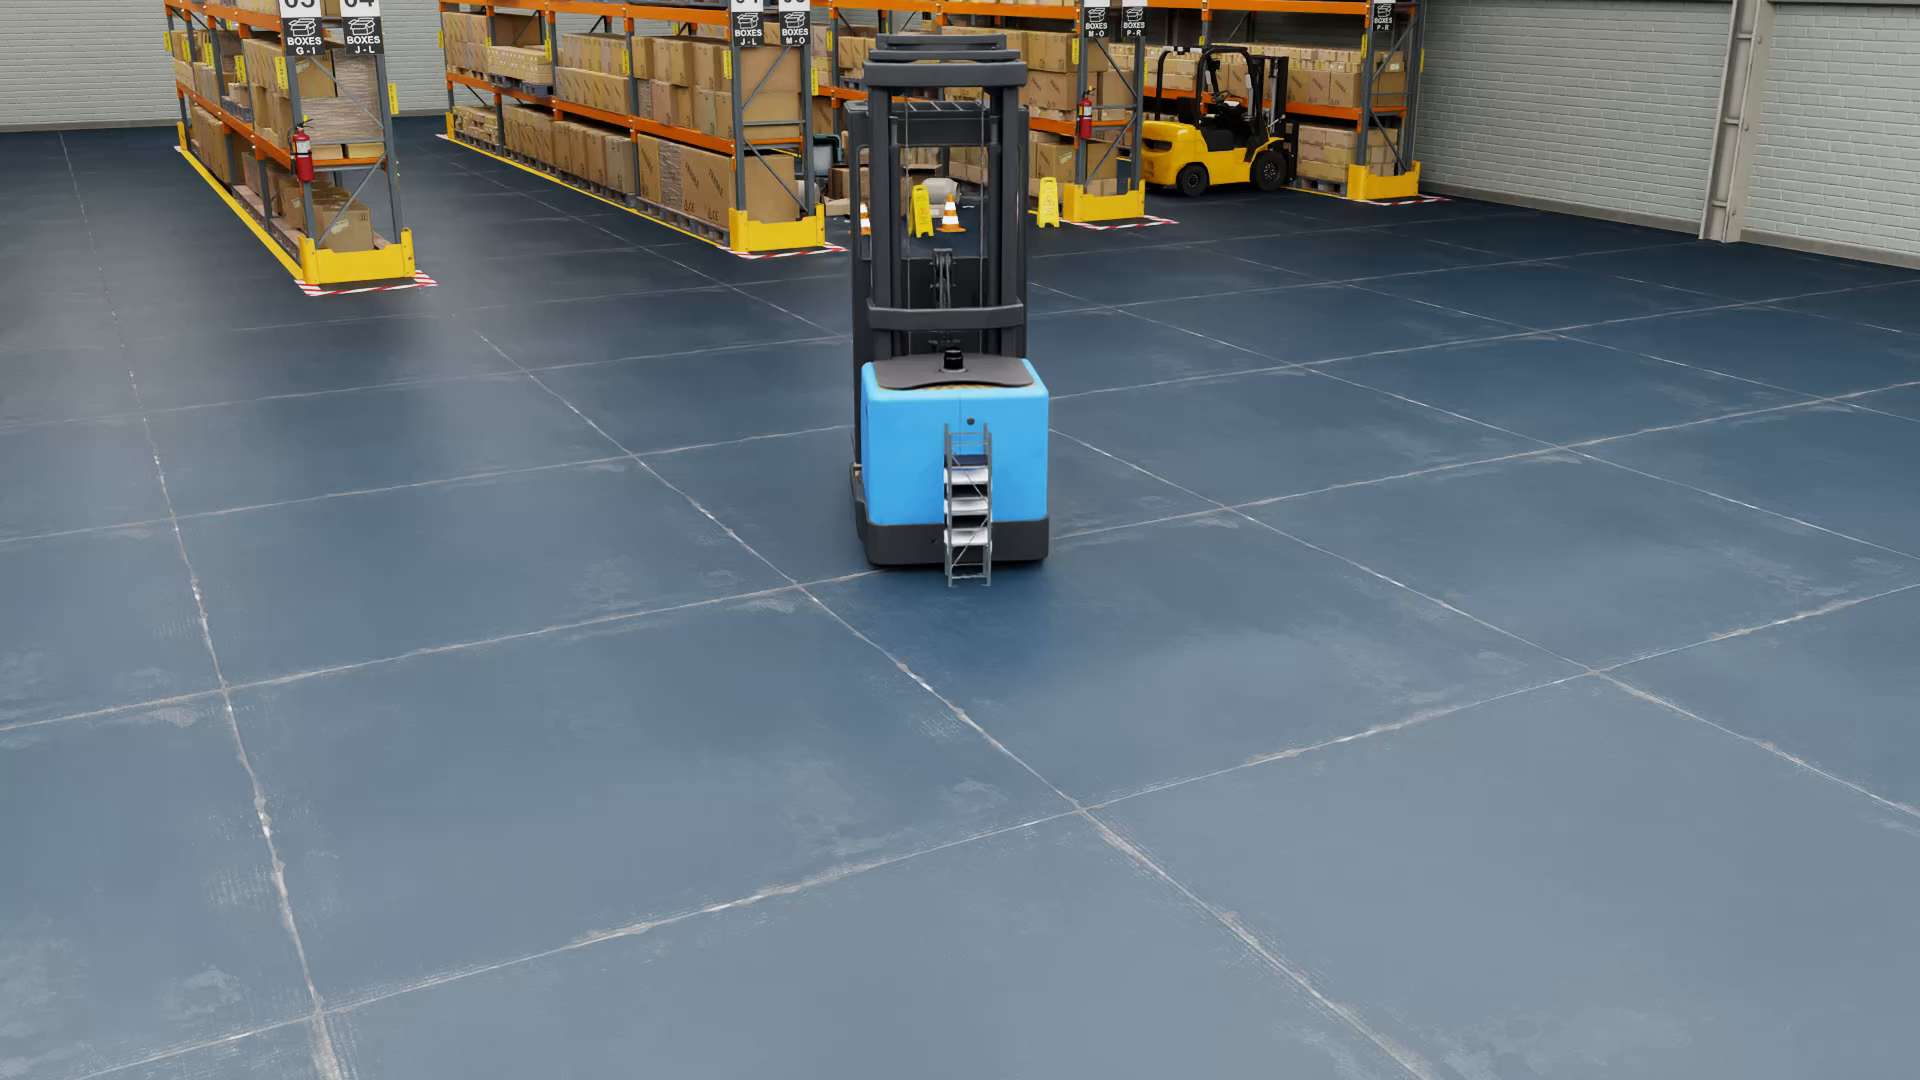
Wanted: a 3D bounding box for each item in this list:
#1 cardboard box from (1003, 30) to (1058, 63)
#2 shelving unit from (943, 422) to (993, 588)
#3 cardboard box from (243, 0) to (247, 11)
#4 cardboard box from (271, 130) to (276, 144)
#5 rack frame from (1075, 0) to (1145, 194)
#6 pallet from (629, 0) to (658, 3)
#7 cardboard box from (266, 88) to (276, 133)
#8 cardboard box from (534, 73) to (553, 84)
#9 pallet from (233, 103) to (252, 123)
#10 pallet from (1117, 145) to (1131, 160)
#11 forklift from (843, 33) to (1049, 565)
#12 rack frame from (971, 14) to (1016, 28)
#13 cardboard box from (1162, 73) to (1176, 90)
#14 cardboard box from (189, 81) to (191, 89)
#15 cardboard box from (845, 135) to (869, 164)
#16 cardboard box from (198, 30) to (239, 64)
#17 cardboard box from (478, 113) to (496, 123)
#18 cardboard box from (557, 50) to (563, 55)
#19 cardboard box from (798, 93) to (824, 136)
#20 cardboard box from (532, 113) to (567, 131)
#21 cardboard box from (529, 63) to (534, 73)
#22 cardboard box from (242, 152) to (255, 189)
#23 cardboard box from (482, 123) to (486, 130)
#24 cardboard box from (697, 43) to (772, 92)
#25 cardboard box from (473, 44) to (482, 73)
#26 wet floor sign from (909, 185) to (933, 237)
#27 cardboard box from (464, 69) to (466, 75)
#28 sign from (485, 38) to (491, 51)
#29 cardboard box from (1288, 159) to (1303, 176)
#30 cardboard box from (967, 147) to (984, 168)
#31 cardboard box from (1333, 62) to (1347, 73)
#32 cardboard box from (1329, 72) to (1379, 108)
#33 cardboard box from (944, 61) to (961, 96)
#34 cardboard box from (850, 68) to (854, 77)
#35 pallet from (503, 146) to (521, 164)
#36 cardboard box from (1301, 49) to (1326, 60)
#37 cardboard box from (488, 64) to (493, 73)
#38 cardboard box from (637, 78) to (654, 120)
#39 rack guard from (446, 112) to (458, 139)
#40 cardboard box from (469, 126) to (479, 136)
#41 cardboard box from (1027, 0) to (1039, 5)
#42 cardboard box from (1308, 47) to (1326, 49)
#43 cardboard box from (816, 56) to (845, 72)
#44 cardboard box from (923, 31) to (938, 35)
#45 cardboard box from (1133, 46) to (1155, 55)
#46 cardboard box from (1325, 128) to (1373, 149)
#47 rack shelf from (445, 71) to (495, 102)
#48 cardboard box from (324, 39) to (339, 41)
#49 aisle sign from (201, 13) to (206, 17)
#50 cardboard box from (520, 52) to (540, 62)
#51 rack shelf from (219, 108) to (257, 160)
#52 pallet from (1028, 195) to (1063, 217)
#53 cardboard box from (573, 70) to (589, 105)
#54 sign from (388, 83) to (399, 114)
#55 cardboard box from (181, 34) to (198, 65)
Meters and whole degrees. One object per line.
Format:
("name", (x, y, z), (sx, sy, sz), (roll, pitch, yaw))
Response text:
("cardboard box", (1.030, -6.920, 23.444), (0.700, 0.500, 0.500), (-10, 22, -27))
("shelving unit", (0.044, -0.193, 9.312), (0.258, 0.900, 0.210), (-2, 19, -6))
("cardboard box", (-8.345, -6.510, 20.030), (0.500, 0.250, 0.500), (-10, 22, -27))
("cardboard box", (-8.028, -4.827, 19.907), (0.380, 0.149, 0.250), (-10, 21, -27))
("rack frame", (2.031, -5.869, 22.542), (1.000, 3.000, 0.127), (-10, 21, -27))
("pallet", (-3.797, -7.361, 22.404), (1.003, 0.211, 1.213), (-10, 21, -27))
("cardboard box", (-7.697, -5.105, 19.718), (0.875, 0.500, 0.500), (-10, 21, -27))
("cardboard box", (-6.715, -7.520, 27.068), (0.380, 0.149, 0.250), (-10, 21, -26))
("pallet", (-9.513, -5.978, 23.152), (1.003, 0.211, 1.213), (-10, 21, -27))
("pallet", (3.531, -7.026, 30.168), (1.003, 0.211, 1.213), (-10, 21, -27))
("forklift", (-0.153, -1.680, 10.506), (1.130, 2.935, 3.031), (-2, 19, -6))
("rack frame", (0.700, -10.084, 34.757), (1.000, 3.000, 0.127), (-10, 21, -27))
("cardboard box", (3.785, -7.964, 28.843), (0.500, 0.250, 0.500), (-10, 21, -27))
("cardboard box", (-13.066, -7.845, 28.652), (0.380, 0.149, 0.250), (-10, 22, -28))
("cardboard box", (-1.420, -5.910, 25.330), (0.500, 0.500, 0.500), (-10, 21, -27))
("cardboard box", (-12.078, -8.119, 27.369), (0.797, 0.503, 0.637), (-11, 22, -28))
("cardboard box", (-8.918, -8.000, 31.531), (0.380, 0.149, 0.250), (-11, 22, -29))
("cardboard box", (-6.623, -8.195, 28.112), (0.380, 0.149, 0.250), (-9, 21, -24))
("cardboard box", (-2.442, -7.828, 30.832), (0.875, 0.875, 0.875), (-10, 21, -26))
("cardboard box", (-6.881, -7.041, 27.975), (0.500, 0.250, 0.500), (-10, 21, -26))
("cardboard box", (-6.839, -7.738, 27.244), (0.380, 0.149, 0.250), (-9, 21, -25))
("cardboard box", (-10.153, -5.468, 24.537), (0.700, 0.500, 0.500), (-11, 22, -30))
("cardboard box", (-8.858, -7.858, 31.577), (0.380, 0.149, 0.250), (-9, 21, -25))
("cardboard box", (-2.761, -5.911, 20.778), (0.875, 0.550, 0.550), (-10, 21, -27))
("cardboard box", (-8.699, -8.951, 30.863), (0.500, 0.500, 0.500), (-11, 22, -28))
("wet floor sign", (-0.521, -4.259, 21.485), (0.267, 0.644, 0.232), (-14, 24, -36))
("cardboard box", (-9.420, -9.117, 32.340), (0.380, 0.149, 0.250), (-10, 22, -27))
("sign", (-8.449, -8.841, 29.828), (0.100, 0.325, 0.005), (-10, 21, -27))
("cardboard box", (5.439, -5.913, 26.241), (0.500, 0.250, 0.500), (-10, 21, -26))
("cardboard box", (0.439, -5.908, 25.076), (0.500, 0.500, 0.500), (-9, 21, -24))
("cardboard box", (5.839, -7.118, 25.013), (0.380, 0.149, 0.250), (-10, 21, -26))
("cardboard box", (5.933, -6.787, 25.049), (0.500, 0.500, 0.500), (-11, 22, -28))
("cardboard box", (0.096, -7.036, 25.314), (0.500, 0.500, 0.500), (-10, 21, -27))
("cardboard box", (-1.672, -8.037, 28.566), (0.380, 0.149, 0.250), (-11, 22, -30))
("pallet", (-7.604, -6.977, 30.027), (1.003, 0.211, 1.213), (-10, 21, -27))
("cardboard box", (5.476, -7.481, 25.610), (0.380, 0.149, 0.250), (-9, 21, -25))
("cardboard box", (-8.193, -8.414, 29.658), (0.380, 0.149, 0.250), (-11, 22, -29))
("cardboard box", (-3.991, -6.189, 23.238), (0.875, 0.550, 0.550), (-10, 21, -27))
("rack guard", (-9.839, -8.463, 33.892), (1.175, 0.500, 0.348), (-10, 21, -27))
("cardboard box", (-9.316, -7.951, 32.302), (0.380, 0.149, 0.250), (-11, 22, -29))
("cardboard box", (1.151, -7.523, 23.121), (0.380, 0.149, 0.250), (-10, 21, -27))
("cardboard box", (5.717, -7.712, 26.278), (0.380, 0.149, 0.250), (-10, 21, -26))
("cardboard box", (-2.221, -8.431, 29.430), (0.500, 0.250, 0.500), (-10, 21, -27))
("cardboard box", (-0.387, -8.196, 27.038), (0.380, 0.149, 0.250), (-9, 21, -24))
("cardboard box", (3.322, -8.724, 29.667), (0.380, 0.149, 0.250), (-10, 21, -27))
("cardboard box", (5.905, -6.095, 25.234), (0.500, 0.250, 0.500), (-9, 21, -25))
("rack shelf", (-8.925, -8.752, 32.001), (1.077, 0.370, 4.000), (-10, 21, -27))
("cardboard box", (-7.895, -5.913, 20.527), (0.500, 0.500, 0.500), (-10, 21, -27))
("aisle sign", (-14.058, -10.223, 31.175), (0.394, 0.787, 0.004), (-10, 21, -27))
("cardboard box", (-7.084, -8.025, 27.617), (0.380, 0.149, 0.250), (-9, 21, -25))
("rack shelf", (-9.539, -5.717, 23.203), (1.077, 0.370, 4.000), (-10, 21, -27))
("pallet", (1.641, -4.812, 23.752), (1.003, 0.211, 1.213), (-10, 21, -27))
("cardboard box", (-5.617, -6.956, 25.539), (0.500, 0.500, 0.500), (-10, 21, -27))
("sign", (-6.213, -4.828, 18.196), (0.100, 0.325, 0.005), (-10, 21, -27))
("cardboard box", (-13.076, -8.438, 28.612), (0.500, 0.500, 0.500), (-10, 21, -26))
